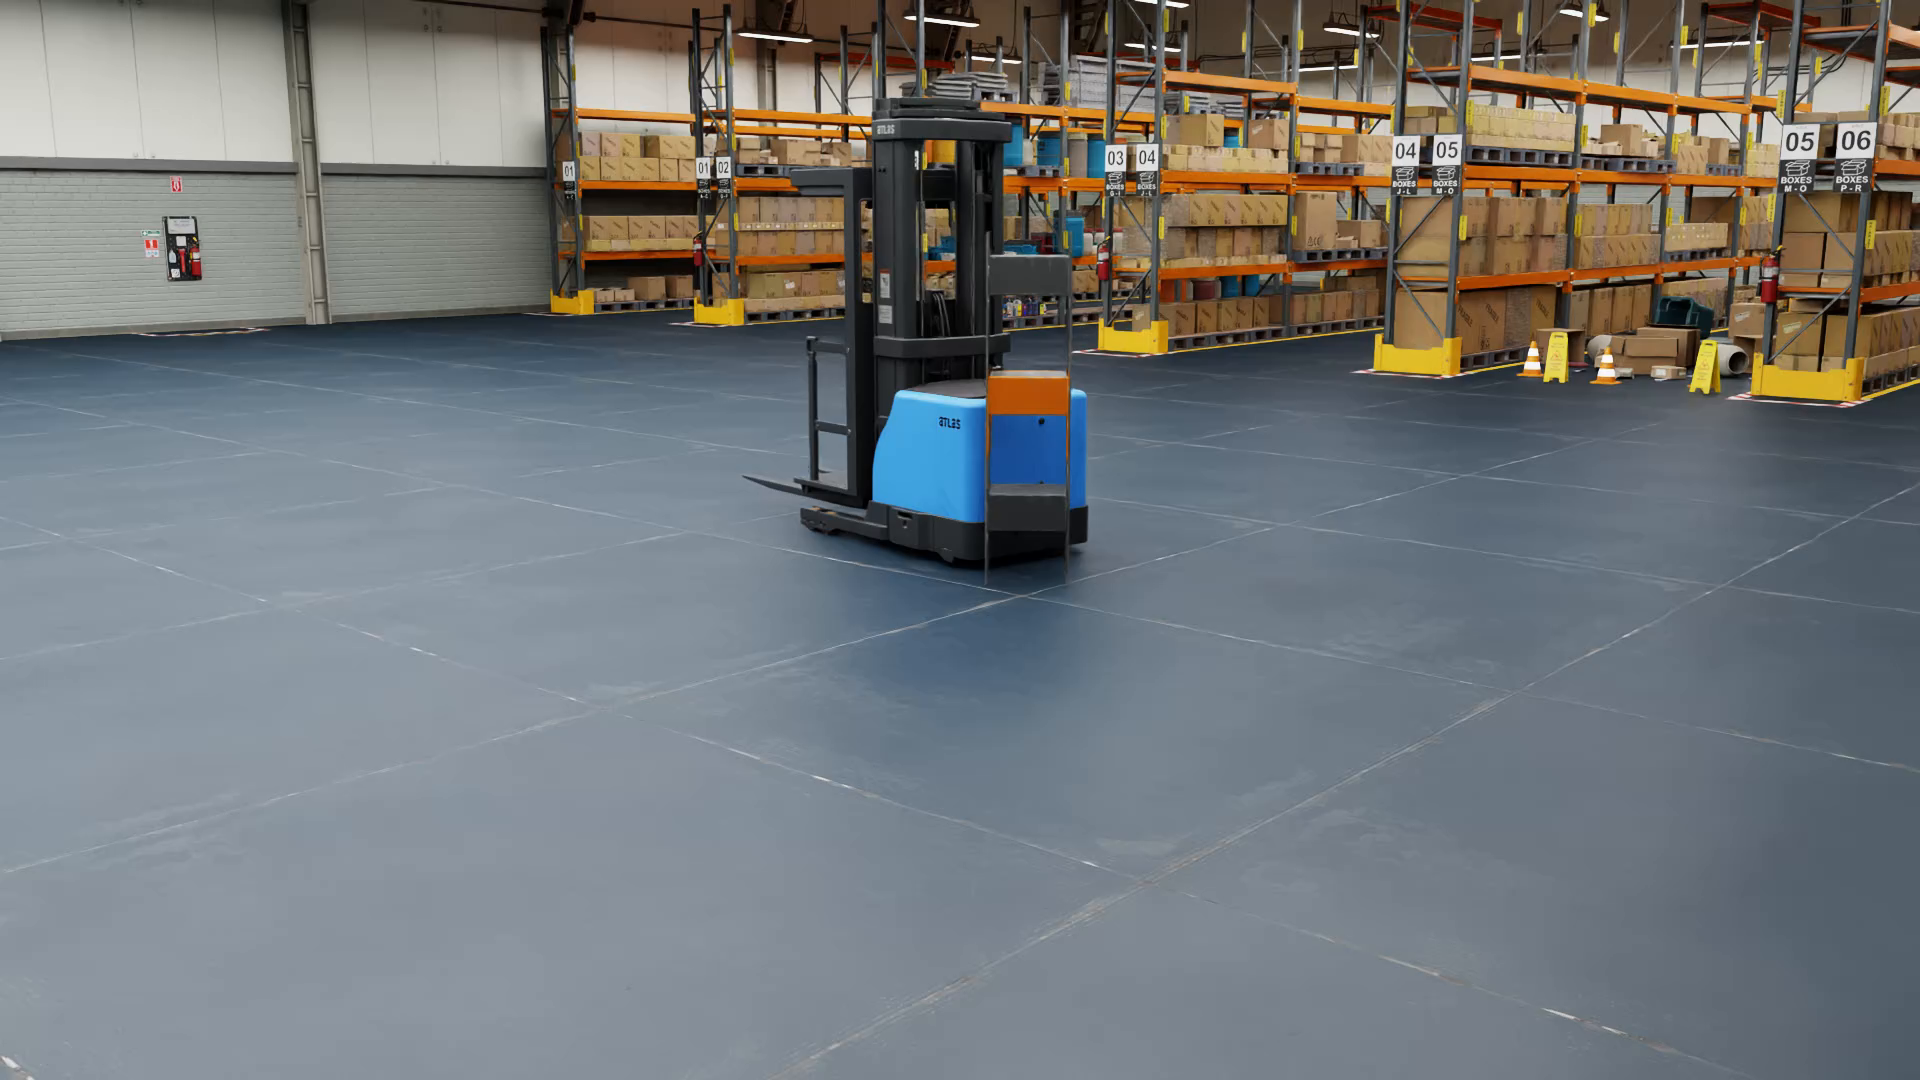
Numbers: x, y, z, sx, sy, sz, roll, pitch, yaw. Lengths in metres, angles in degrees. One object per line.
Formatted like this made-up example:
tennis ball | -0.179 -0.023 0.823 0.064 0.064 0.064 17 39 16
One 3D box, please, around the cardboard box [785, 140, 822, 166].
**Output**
cardboard box | -3.279 -7.909 34.007 0.637 0.503 0.797 -10 15 -41

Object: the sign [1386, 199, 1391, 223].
sign | 5.961 -4.569 23.075 0.100 0.325 0.005 10 15 40

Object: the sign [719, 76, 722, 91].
sign | -5.426 -10.345 37.649 0.100 0.325 0.005 10 15 40

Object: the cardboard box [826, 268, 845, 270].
cardboard box | -2.639 -5.536 35.513 0.500 0.500 0.500 10 15 40

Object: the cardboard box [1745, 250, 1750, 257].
cardboard box | 15.149 -5.587 32.376 0.380 0.149 0.250 9 14 38

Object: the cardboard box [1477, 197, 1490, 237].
cardboard box | 6.928 -4.558 23.442 0.875 0.550 0.550 10 15 40

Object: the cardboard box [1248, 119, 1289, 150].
cardboard box | 5.236 -6.869 28.203 0.500 0.500 0.500 9 15 39

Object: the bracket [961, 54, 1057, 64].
bracket | 1.513 -13.472 46.703 0.076 0.066 4.783 10 15 40

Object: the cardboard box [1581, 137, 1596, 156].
cardboard box | 9.992 -6.370 26.894 0.500 0.311 0.500 9 14 38

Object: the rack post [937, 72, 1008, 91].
rack post | 0.236 -8.303 30.208 0.937 0.300 0.954 9 15 39

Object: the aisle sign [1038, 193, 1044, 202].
aisle sign | 2.373 -9.991 47.144 0.394 0.787 0.004 10 15 40

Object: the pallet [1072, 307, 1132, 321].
pallet | 2.915 -4.631 34.067 1.003 0.211 1.213 10 15 40

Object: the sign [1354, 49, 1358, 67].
sign | 7.562 -9.195 31.690 0.100 0.325 0.005 10 15 40

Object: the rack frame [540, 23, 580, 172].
rack frame | -8.462 -9.332 35.167 1.000 3.000 0.127 10 15 40

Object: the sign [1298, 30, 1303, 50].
sign | 5.737 -8.423 28.030 0.100 0.325 0.005 10 15 40

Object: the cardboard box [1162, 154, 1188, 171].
cardboard box | 3.213 -5.904 26.043 0.500 0.250 0.500 10 15 42

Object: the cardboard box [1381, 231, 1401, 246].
cardboard box | 8.507 -5.731 32.200 0.500 0.500 0.500 10 15 42

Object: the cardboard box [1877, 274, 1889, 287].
cardboard box | 11.119 -3.187 20.356 0.380 0.149 0.250 10 15 41

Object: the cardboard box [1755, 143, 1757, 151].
cardboard box | 14.983 -7.508 31.780 0.380 0.149 0.250 10 15 40

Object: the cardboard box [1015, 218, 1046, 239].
cardboard box | 1.621 -7.399 39.479 0.500 0.500 0.700 -9 14 -37

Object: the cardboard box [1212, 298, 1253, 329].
cardboard box | 4.675 -3.899 28.590 0.500 0.500 0.500 -7 13 -30

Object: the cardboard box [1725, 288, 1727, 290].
cardboard box | 15.126 -4.965 33.308 0.380 0.149 0.250 9 14 38

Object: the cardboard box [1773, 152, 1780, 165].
cardboard box | 15.790 -7.486 32.686 0.500 0.250 0.500 9 14 38

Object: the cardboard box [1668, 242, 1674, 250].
cardboard box | 12.265 -5.152 29.123 0.380 0.149 0.250 11 16 43

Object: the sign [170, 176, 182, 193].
sign | -14.350 -6.512 30.446 0.001 0.298 0.199 10 15 40

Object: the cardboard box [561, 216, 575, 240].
cardboard box | -8.310 -6.791 36.178 0.500 0.500 0.500 10 15 40

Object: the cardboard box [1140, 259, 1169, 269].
cardboard box | 3.068 -4.357 26.215 0.380 0.149 0.250 10 15 40

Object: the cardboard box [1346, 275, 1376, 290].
cardboard box | 7.562 -4.901 31.643 0.500 0.250 0.500 11 15 43

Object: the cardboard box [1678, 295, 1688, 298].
cardboard box | 12.629 -4.116 29.675 0.500 0.500 0.500 10 15 41

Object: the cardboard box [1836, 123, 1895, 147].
cardboard box | 10.677 -4.771 19.610 0.500 0.250 0.500 9 15 39

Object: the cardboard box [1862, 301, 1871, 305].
cardboard box | 12.065 -3.257 22.445 0.380 0.149 0.250 10 15 41

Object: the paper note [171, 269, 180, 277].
paper note | -14.439 -4.915 30.615 0.016 0.148 0.142 10 15 40

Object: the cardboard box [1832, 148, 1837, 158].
cardboard box | 10.511 -4.700 20.273 0.380 0.149 0.250 10 15 42

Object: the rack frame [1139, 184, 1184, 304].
rack frame | 4.261 -6.286 35.234 1.000 3.000 0.127 10 15 40

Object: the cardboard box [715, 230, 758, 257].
cardboard box | -4.420 -5.866 32.876 0.700 0.500 0.500 10 15 40

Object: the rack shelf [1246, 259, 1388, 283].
rack shelf | 6.661 -4.999 30.625 1.077 0.370 4.000 10 15 40

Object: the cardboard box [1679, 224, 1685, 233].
cardboard box | 12.607 -5.522 29.455 0.380 0.149 0.250 9 14 38

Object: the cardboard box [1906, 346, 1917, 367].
cardboard box | 12.253 -2.432 21.886 0.500 0.250 0.500 9 15 39

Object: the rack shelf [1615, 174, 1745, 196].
rack shelf | 12.961 -6.402 29.993 1.077 0.370 4.000 10 15 40

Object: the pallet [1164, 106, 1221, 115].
pallet | 4.760 -9.042 35.216 1.213 0.211 1.003 10 15 40

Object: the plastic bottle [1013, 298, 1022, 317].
plastic bottle | 1.072 -4.407 31.464 0.144 0.351 0.185 10 15 40

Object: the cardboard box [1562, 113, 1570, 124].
cardboard box | 8.831 -6.263 24.736 0.380 0.149 0.250 10 15 40

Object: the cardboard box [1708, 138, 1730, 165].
cardboard box | 13.948 -7.263 31.137 0.700 0.500 0.500 10 15 40

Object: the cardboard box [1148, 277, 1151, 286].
cardboard box | 5.000 -6.724 43.322 0.500 0.250 0.500 10 15 40

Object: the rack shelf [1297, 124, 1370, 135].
rack shelf | 8.222 -9.562 39.176 1.077 0.370 4.000 10 15 40

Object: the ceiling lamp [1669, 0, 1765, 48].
ceiling lamp | 16.939 -12.695 37.097 2.000 3.185 0.800 10 15 40

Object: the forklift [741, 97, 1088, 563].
forklift | -0.472 -1.527 11.580 1.130 2.935 3.031 -9 14 -38

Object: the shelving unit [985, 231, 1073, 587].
shelving unit | 0.414 -0.790 10.014 0.503 2.100 0.431 1 11 3

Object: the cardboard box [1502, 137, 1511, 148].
cardboard box | 7.493 -5.573 23.319 0.380 0.149 0.250 10 15 41

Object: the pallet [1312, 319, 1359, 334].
pallet | 6.659 -3.985 30.832 1.003 0.211 1.213 10 15 40

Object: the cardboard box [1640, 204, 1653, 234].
cardboard box | 11.337 -5.465 28.311 0.700 0.500 0.500 10 15 40

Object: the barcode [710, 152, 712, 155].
barcode | -4.901 -7.613 32.734 0.001 0.075 0.075 10 15 40

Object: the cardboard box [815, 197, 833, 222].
cardboard box | -3.049 -6.810 34.288 0.700 0.500 0.500 10 15 40

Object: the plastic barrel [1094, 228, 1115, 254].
plastic barrel | 2.901 -5.985 33.378 0.433 0.535 0.433 0 11 0

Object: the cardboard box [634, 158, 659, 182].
cardboard box | -6.994 -8.170 36.699 0.500 0.500 0.500 11 16 44
